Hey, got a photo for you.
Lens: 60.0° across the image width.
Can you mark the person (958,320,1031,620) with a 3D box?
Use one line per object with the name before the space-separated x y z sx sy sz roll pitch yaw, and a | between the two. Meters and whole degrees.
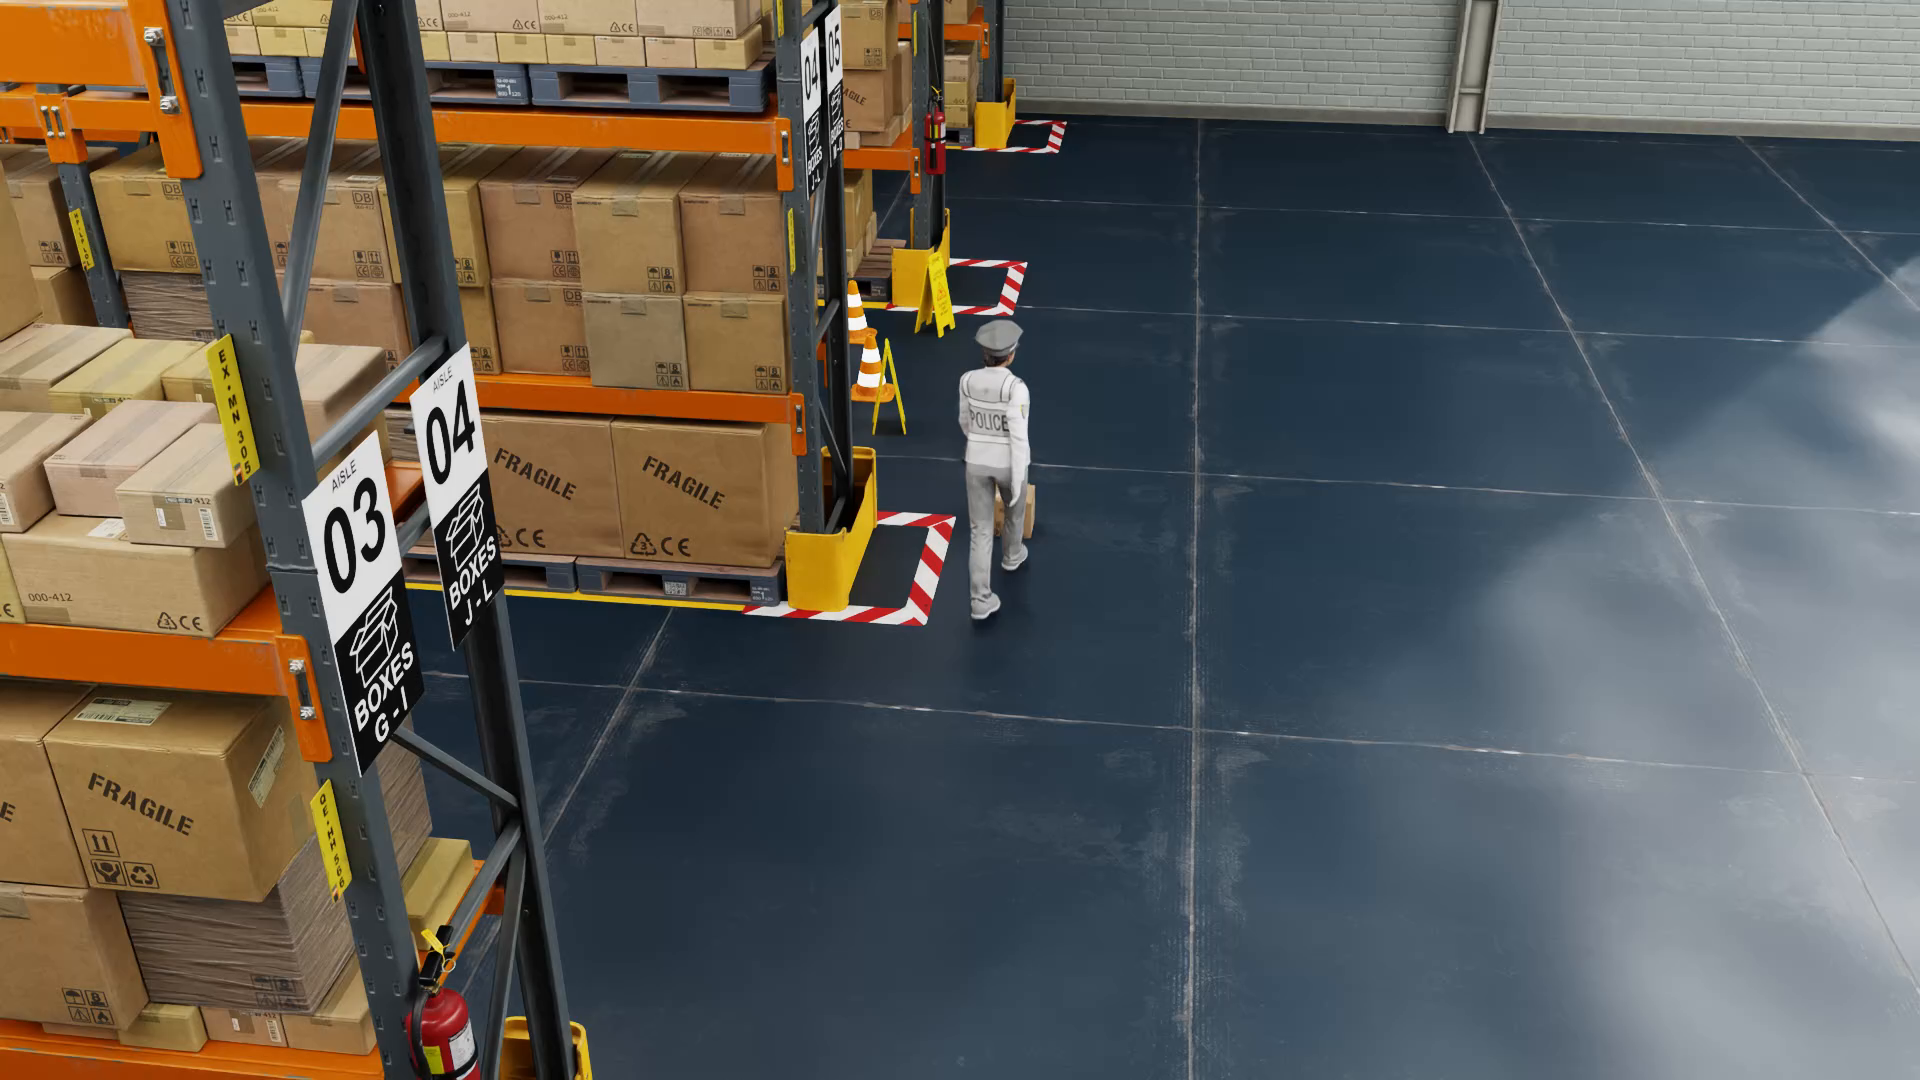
person | 0.189 -0.445 9.417 0.458 1.616 0.925 8 29 14
